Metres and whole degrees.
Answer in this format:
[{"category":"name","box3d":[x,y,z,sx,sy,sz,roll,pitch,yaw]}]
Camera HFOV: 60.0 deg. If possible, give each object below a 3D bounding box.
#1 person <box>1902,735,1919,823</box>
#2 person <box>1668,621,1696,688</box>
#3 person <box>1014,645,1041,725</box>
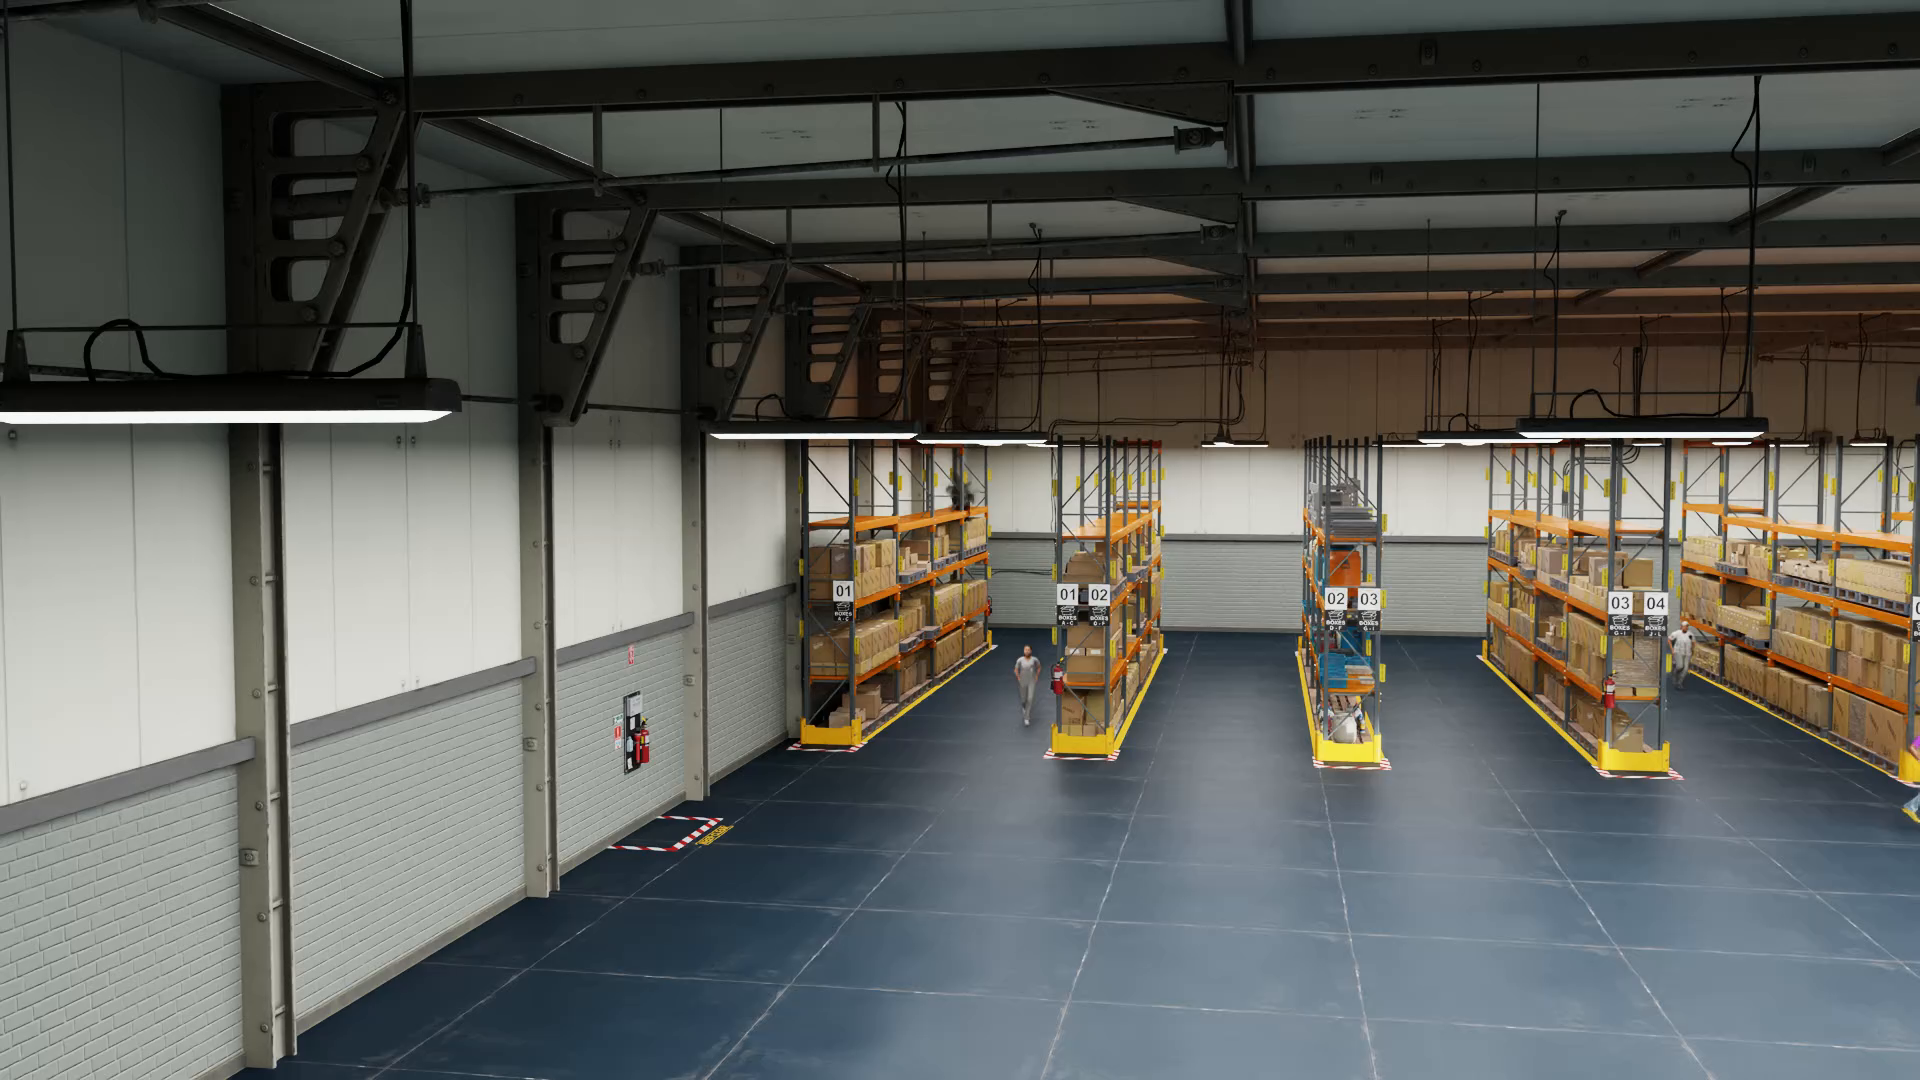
[{"category":"person","box3d":[14.646,3.461,24.934,0.699,1.757,0.980,-3,4,-41]},{"category":"person","box3d":[17.327,2.752,39.845,0.603,1.623,0.605,0,3,4]},{"category":"person","box3d":[1.427,3.020,34.991,0.565,1.653,0.791,0,3,3]}]
